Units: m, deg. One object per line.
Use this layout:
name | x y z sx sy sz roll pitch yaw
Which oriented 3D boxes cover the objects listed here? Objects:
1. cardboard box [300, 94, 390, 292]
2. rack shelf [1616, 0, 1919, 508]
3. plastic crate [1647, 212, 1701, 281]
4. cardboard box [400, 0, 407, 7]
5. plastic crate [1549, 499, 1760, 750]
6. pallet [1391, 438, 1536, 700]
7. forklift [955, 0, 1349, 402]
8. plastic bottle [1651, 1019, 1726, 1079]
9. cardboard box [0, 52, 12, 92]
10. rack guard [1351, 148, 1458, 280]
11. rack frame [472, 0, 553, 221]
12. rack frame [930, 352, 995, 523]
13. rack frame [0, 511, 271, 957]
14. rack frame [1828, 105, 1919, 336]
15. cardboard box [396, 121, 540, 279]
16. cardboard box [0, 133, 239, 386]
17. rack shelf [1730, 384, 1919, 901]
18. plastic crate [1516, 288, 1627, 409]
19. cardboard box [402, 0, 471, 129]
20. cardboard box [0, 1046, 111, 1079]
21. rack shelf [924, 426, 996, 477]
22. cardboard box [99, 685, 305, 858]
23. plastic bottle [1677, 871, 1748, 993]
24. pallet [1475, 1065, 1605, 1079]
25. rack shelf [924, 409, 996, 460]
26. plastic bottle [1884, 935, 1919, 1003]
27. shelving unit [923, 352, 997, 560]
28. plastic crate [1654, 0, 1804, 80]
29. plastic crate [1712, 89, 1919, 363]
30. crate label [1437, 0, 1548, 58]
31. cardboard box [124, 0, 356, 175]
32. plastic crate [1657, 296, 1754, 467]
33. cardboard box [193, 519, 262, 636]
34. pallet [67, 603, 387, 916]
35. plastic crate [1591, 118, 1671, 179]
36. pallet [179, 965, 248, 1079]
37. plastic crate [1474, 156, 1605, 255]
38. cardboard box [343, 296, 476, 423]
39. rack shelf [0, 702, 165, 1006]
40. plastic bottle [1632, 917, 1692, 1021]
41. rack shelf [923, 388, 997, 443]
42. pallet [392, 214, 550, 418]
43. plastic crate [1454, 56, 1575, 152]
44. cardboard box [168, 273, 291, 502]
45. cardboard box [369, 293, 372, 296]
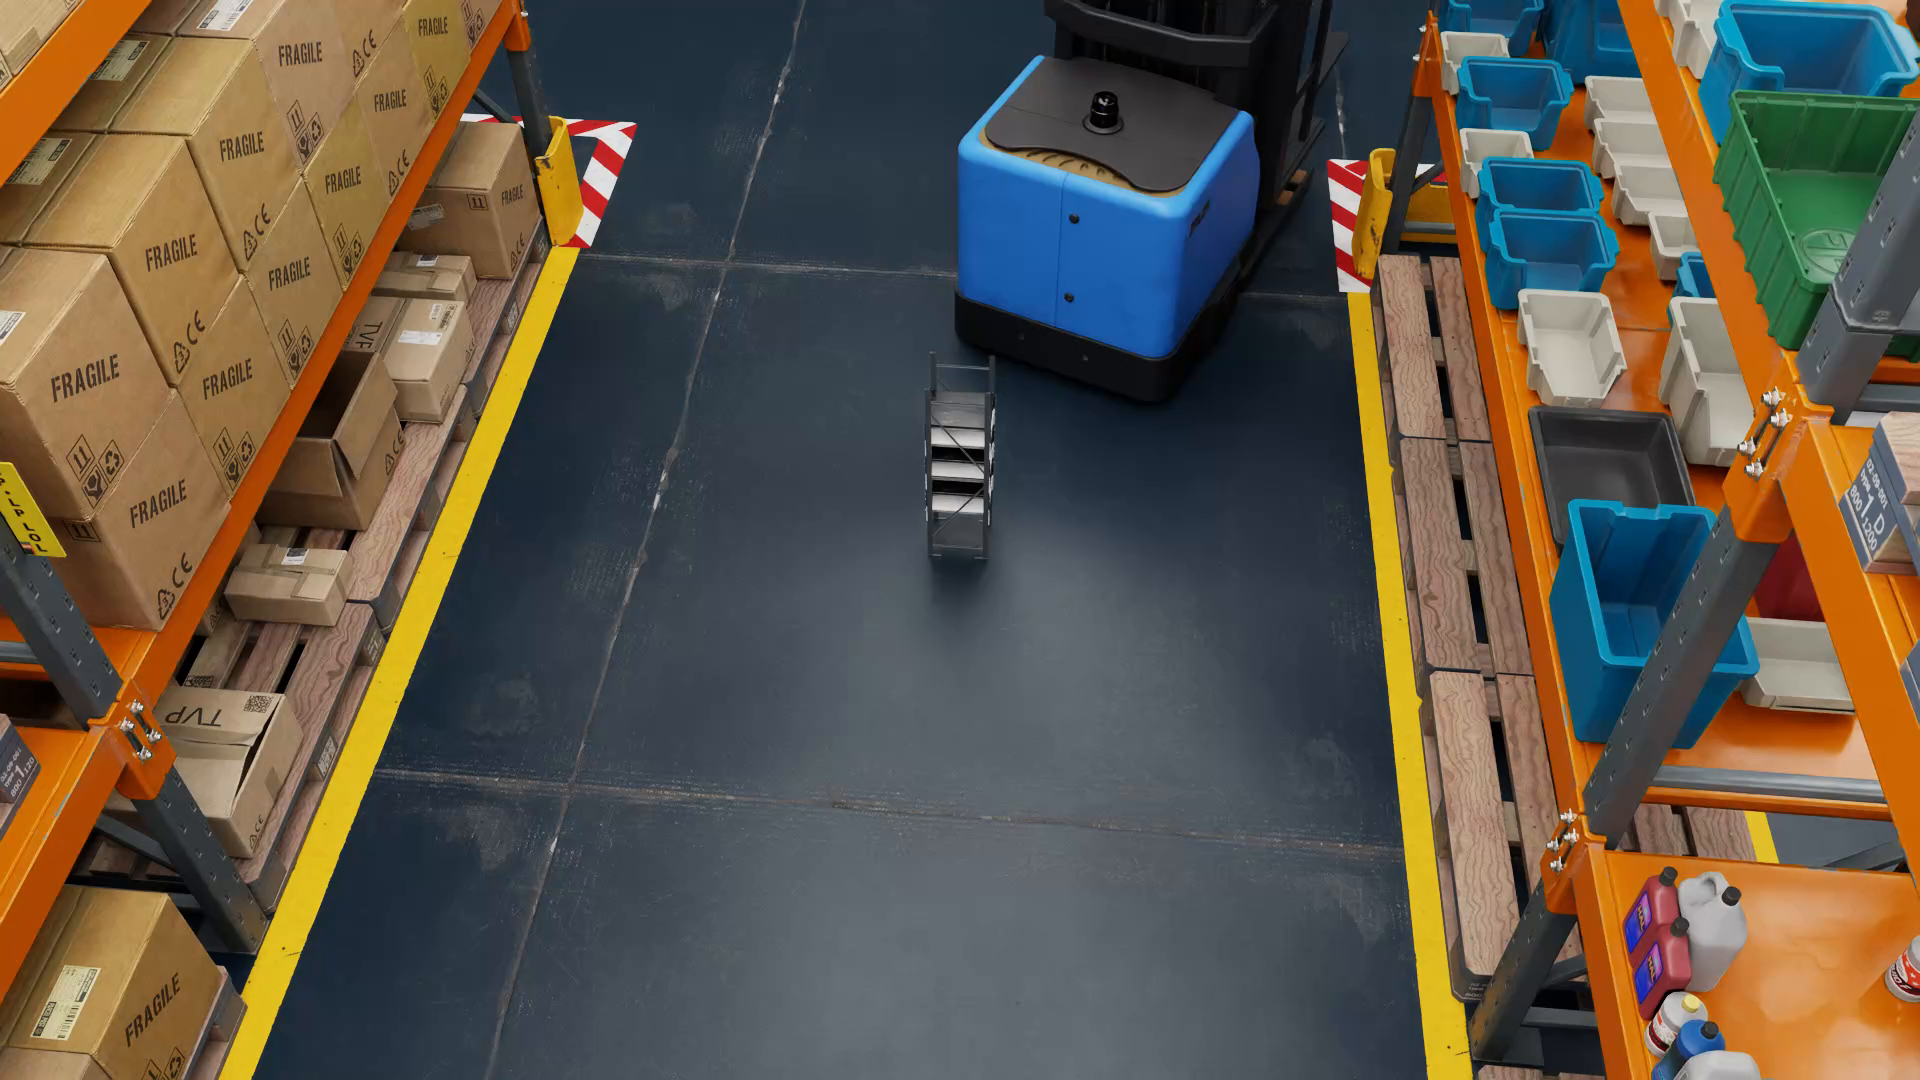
cardboard box | -2.360 -1.223 5.768 0.500 0.500 0.500 3 48 3
rack shelf | 2.301 -1.619 4.653 1.077 0.370 4.000 4 48 4
plastic crate | 2.539 -1.002 5.772 0.298 0.136 0.250 4 48 4
cardboard box | -2.261 -2.309 6.084 0.500 0.500 0.500 5 48 5
plastic crate | 1.822 0.239 4.468 0.392 0.384 0.575 4 48 4
pallet | 2.256 0.119 6.498 1.003 0.211 1.213 4 48 4
forklift | 1.099 -2.681 7.216 1.130 2.935 3.031 21 51 18
plastic bottle | 1.647 1.160 3.743 0.097 0.271 0.097 0 48 0
cardboard box | -2.523 -1.018 3.717 0.500 0.250 0.500 4 48 4
rack guard | 2.473 -1.494 7.778 1.175 0.500 0.348 4 48 4
rack frame | -2.449 -2.655 7.146 1.000 3.000 0.127 4 48 4
rack frame | 0.010 -0.384 6.492 0.240 0.900 0.006 4 48 4
rack frame | -2.814 0.284 4.457 1.000 3.000 0.127 4 48 4
rack frame | 2.119 -1.405 1.936 1.000 3.000 0.127 4 48 4
cardboard box | -2.253 -1.544 7.525 0.500 0.500 0.500 4 48 4
cardboard box | -2.444 -0.793 4.697 0.500 0.500 0.500 3 48 2
rack shelf | 1.936 1.320 1.964 1.077 0.370 4.000 4 48 4
plastic crate | 1.978 -0.611 5.414 0.293 0.136 0.466 4 48 4
cardboard box | -2.263 -1.960 6.442 0.500 0.500 0.500 4 48 4
cardboard box | -2.627 1.724 4.536 0.500 0.500 0.500 4 48 4
rack shelf | 0.001 -0.348 6.382 0.258 0.077 0.200 4 48 4
cardboard box | -2.560 0.749 5.556 0.500 0.311 0.500 4 48 4
plastic bottle | 1.760 0.903 3.924 0.144 0.351 0.185 4 48 4
pallet | 2.007 2.126 4.663 1.003 0.211 1.213 4 48 4
rack shelf | 0.001 -0.409 6.315 0.258 0.077 0.200 4 48 4
plastic bottle | 2.279 1.004 3.934 0.097 0.201 0.097 0 48 0
shelving unit | 0.001 -0.310 6.423 0.258 0.900 0.210 4 48 4
plastic crate | 1.856 -1.263 4.019 0.293 0.136 0.466 4 48 4
plastic crate | 1.856 -0.652 3.425 0.450 0.188 0.662 4 48 4
crate label | 2.133 -2.124 6.732 0.416 0.233 0.303 4 48 4
cardboard box | -2.351 -1.551 5.390 0.500 0.500 0.500 5 48 5
plastic crate | 2.441 -0.470 5.186 0.437 0.282 0.530 4 48 4
cardboard box | -2.976 0.054 6.191 0.500 0.311 0.500 4 48 4
pallet | -2.750 0.721 5.948 1.003 0.211 1.213 4 48 4
plastic crate | 2.548 -1.427 6.160 0.396 0.136 0.243 4 48 4
pallet | -2.850 1.826 4.937 1.003 0.211 1.213 4 48 4
plastic crate | 2.013 -1.156 5.847 0.416 0.233 0.300 4 48 4
cardboard box | -2.370 -0.763 6.981 0.500 0.250 0.500 4 48 4
rack shelf | -2.996 1.997 3.378 1.077 0.370 4.000 4 48 4
plastic bottle | 1.648 0.998 3.883 0.061 0.283 0.133 4 48 4
rack shelf | 0.001 -0.469 6.249 0.258 0.077 0.200 4 48 4
pallet | -2.528 -1.072 7.588 1.003 0.211 1.213 4 48 4
plastic crate | 2.073 -1.640 6.290 0.416 0.233 0.300 4 48 4
cardboard box | -2.452 -0.482 5.090 0.500 0.500 0.500 5 48 4
cardboard box | -2.827 -1.128 7.314 0.500 0.250 0.500 4 48 4
